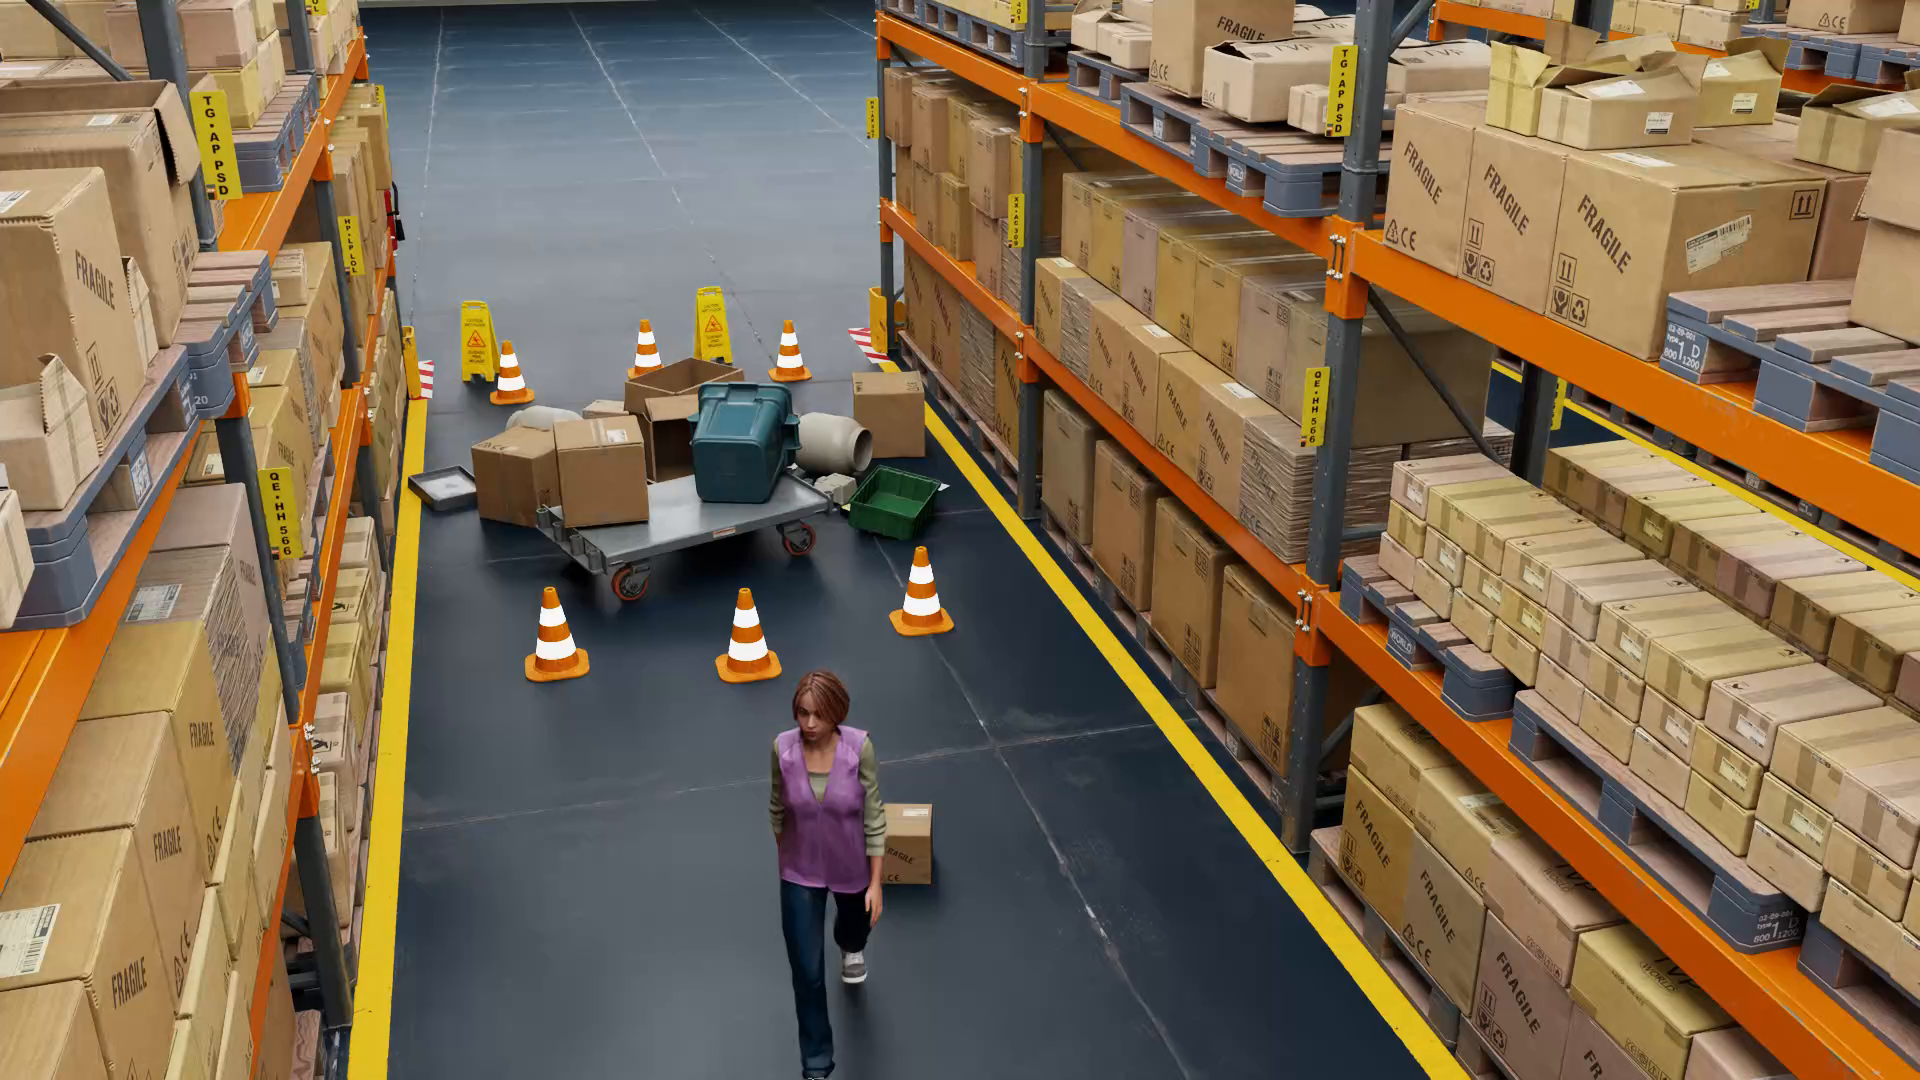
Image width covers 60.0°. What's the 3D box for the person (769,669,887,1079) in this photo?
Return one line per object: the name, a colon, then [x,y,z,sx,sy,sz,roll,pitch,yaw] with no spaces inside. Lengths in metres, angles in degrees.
person: [-0.464,1.155,5.902,0.411,1.546,0.948,-2,23,-4]
